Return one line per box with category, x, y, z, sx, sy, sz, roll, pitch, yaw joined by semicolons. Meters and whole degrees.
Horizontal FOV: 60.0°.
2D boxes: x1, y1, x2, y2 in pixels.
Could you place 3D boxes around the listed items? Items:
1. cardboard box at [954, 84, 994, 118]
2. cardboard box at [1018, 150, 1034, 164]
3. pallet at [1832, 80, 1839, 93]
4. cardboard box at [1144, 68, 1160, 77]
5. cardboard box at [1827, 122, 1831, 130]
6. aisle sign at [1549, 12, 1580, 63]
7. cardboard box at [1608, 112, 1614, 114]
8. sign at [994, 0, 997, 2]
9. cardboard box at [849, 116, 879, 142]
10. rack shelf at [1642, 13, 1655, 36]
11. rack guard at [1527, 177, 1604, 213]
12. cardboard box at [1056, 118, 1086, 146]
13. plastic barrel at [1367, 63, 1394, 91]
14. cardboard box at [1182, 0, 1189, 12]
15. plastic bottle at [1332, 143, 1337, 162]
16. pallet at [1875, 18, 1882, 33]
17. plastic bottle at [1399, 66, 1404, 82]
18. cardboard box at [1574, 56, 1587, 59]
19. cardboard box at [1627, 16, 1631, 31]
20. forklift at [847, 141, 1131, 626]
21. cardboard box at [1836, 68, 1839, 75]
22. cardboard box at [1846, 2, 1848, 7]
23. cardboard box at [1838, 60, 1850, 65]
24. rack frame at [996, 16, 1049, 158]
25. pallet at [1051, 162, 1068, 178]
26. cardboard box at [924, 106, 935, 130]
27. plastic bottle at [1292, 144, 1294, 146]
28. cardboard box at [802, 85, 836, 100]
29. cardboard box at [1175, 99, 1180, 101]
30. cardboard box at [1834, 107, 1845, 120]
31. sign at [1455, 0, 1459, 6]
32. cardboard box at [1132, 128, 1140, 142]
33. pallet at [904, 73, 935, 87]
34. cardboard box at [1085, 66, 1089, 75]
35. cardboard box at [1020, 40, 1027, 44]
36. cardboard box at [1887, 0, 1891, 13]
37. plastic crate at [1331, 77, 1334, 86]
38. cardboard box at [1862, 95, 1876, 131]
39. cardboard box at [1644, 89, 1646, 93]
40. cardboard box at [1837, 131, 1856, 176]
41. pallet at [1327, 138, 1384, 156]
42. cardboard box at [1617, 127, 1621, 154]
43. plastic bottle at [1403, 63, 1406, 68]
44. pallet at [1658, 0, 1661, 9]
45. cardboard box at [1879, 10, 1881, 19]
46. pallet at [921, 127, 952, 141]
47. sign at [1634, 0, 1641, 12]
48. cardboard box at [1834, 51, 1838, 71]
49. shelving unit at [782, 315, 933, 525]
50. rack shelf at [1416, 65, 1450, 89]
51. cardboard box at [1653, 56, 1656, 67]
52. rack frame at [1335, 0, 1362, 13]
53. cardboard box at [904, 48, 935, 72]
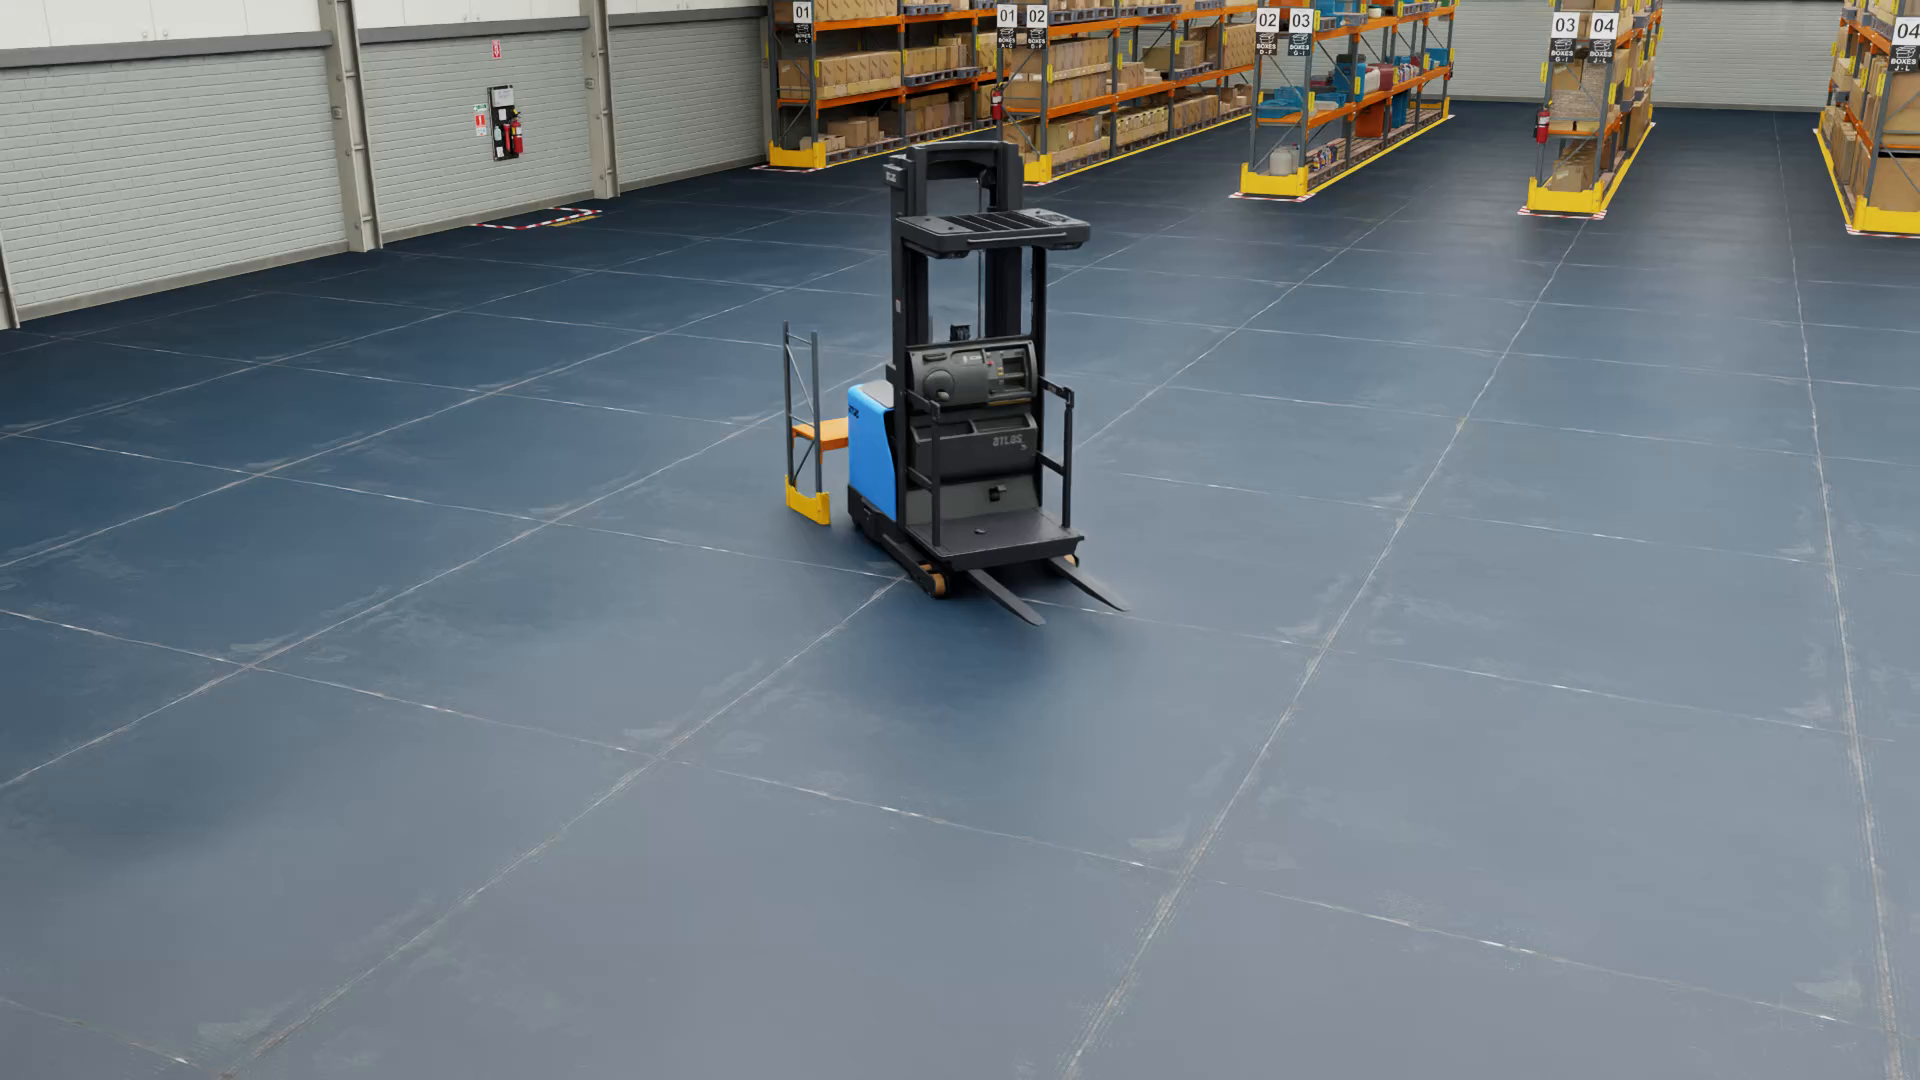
cardboard box;0.350;-10.871;41.142;0.750;0.750;0.750;8;21;22
cardboard box;1.124;-7.462;32.451;0.500;0.250;0.500;9;21;23
pallet;19.162;-9.648;35.406;1.003;0.211;1.213;9;21;23
cardboard box;4.261;-10.654;38.082;0.500;0.311;0.500;10;22;26
cardboard box;19.640;-9.255;37.201;0.380;0.149;0.250;8;21;21
aisle sign;9.911;-8.242;27.288;0.394;0.787;0.004;9;21;23
cardboard box;11.401;-7.537;29.559;0.380;0.149;0.250;9;21;23
sign;0.685;-10.227;31.070;0.100;0.325;0.005;9;21;23
cardboard box;-2.097;-8.963;36.270;0.500;0.500;0.500;7;21;19
rack shelf;14.305;-11.126;35.874;1.077;0.370;4.000;9;21;23
rack guard;10.241;-5.840;28.145;1.175;0.500;0.348;9;21;23
cardboard box;2.213;-8.202;33.414;0.500;0.500;0.500;9;21;23
plastic barrel;9.054;-10.001;35.910;0.600;0.536;0.708;9;21;23
cardboard box;4.807;-12.555;38.670;0.910;0.500;0.500;9;21;23
plastic bottle;7.329;-7.620;32.715;0.144;0.351;0.185;8;21;21
pallet;15.987;-8.629;27.912;1.003;0.211;1.213;9;21;23
plastic bottle;10.077;-10.657;38.032;0.144;0.351;0.185;9;21;23
cardboard box;10.410;-8.009;28.427;0.500;0.500;0.500;9;21;23
cardboard box;11.676;-9.227;29.684;0.500;0.250;0.500;9;22;24
forklift;0.184;-1.150;11.329;1.130;2.935;3.031;-8;21;-22
cardboard box;18.711;-9.876;35.067;0.380;0.149;0.250;8;21;20
cardboard box;20.410;-12.095;37.750;0.500;0.250;0.500;8;21;21
cardboard box;18.707;-10.014;35.011;0.380;0.149;0.250;8;21;22
rack frame;1.174;-8.355;31.486;1.000;3.000;0.127;9;21;23
pallet;1.449;-7.281;32.627;1.003;0.211;1.213;9;21;23
cardboard box;-1.011;-9.829;38.703;0.700;0.500;0.500;9;21;23
plastic bottle;6.543;-7.609;32.684;0.144;0.351;0.185;8;21;20
cardboard box;-2.857;-9.078;33.713;0.500;0.250;0.500;8;21;21
cardboard box;5.040;-10.468;40.500;0.500;0.500;0.500;8;21;21
cardboard box;19.064;-9.136;35.665;0.500;0.250;0.500;8;21;20
sign;12.752;-13.859;42.641;0.100;0.325;0.005;9;21;23
cardboard box;3.624;-8.884;36.451;0.500;0.250;0.500;8;21;21
pallet;-1.263;-10.380;37.465;1.003;0.211;1.213;9;21;23
cardboard box;2.375;-9.430;33.392;0.380;0.149;0.250;9;22;24
cardboard box;1.408;-12.566;42.703;0.500;0.500;0.500;9;21;23
cardboard box;15.051;-8.505;26.435;0.500;0.250;0.500;8;21;22
plastic crate;7.498;-9.270;34.081;0.392;0.384;0.575;9;21;23
cardboard box;15.659;-7.142;27.851;0.875;0.550;0.550;9;21;23
cardboard box;15.468;-10.051;38.798;0.875;0.875;0.875;9;21;23
cardboard box;16.903;-7.141;30.801;1.050;0.750;0.750;9;21;23
pallet;8.615;-8.575;36.265;1.003;0.211;1.213;9;21;23
cardboard box;13.230;-8.262;34.299;0.700;0.500;0.500;7;21;20
plastic bottle;10.396;-11.013;39.034;0.144;0.351;0.185;9;21;23
pallet;15.970;-12.655;39.232;1.003;0.211;1.213;9;21;23
cardboard box;15.665;-8.826;27.932;0.380;0.149;0.250;9;21;23
pallet;-0.893;-9.555;39.022;1.003;0.211;1.213;9;21;23
sign;12.347;-9.802;30.307;0.100;0.325;0.005;9;21;23
cardboard box;20.614;-11.095;38.598;0.500;0.500;0.500;9;21;23
shelving unit;-0.779;-1.004;13.053;1.083;1.500;0.587;-13;23;-31
rack shelf;11.425;-11.615;41.726;1.077;0.370;4.000;9;21;23
cardboard box;16.806;-11.771;40.870;0.500;0.250;0.500;8;21;22
rack frame;7.330;-11.724;32.005;1.000;3.000;0.127;9;21;23
cardboard box;-0.993;-11.037;38.222;0.700;0.500;0.500;12;23;30
